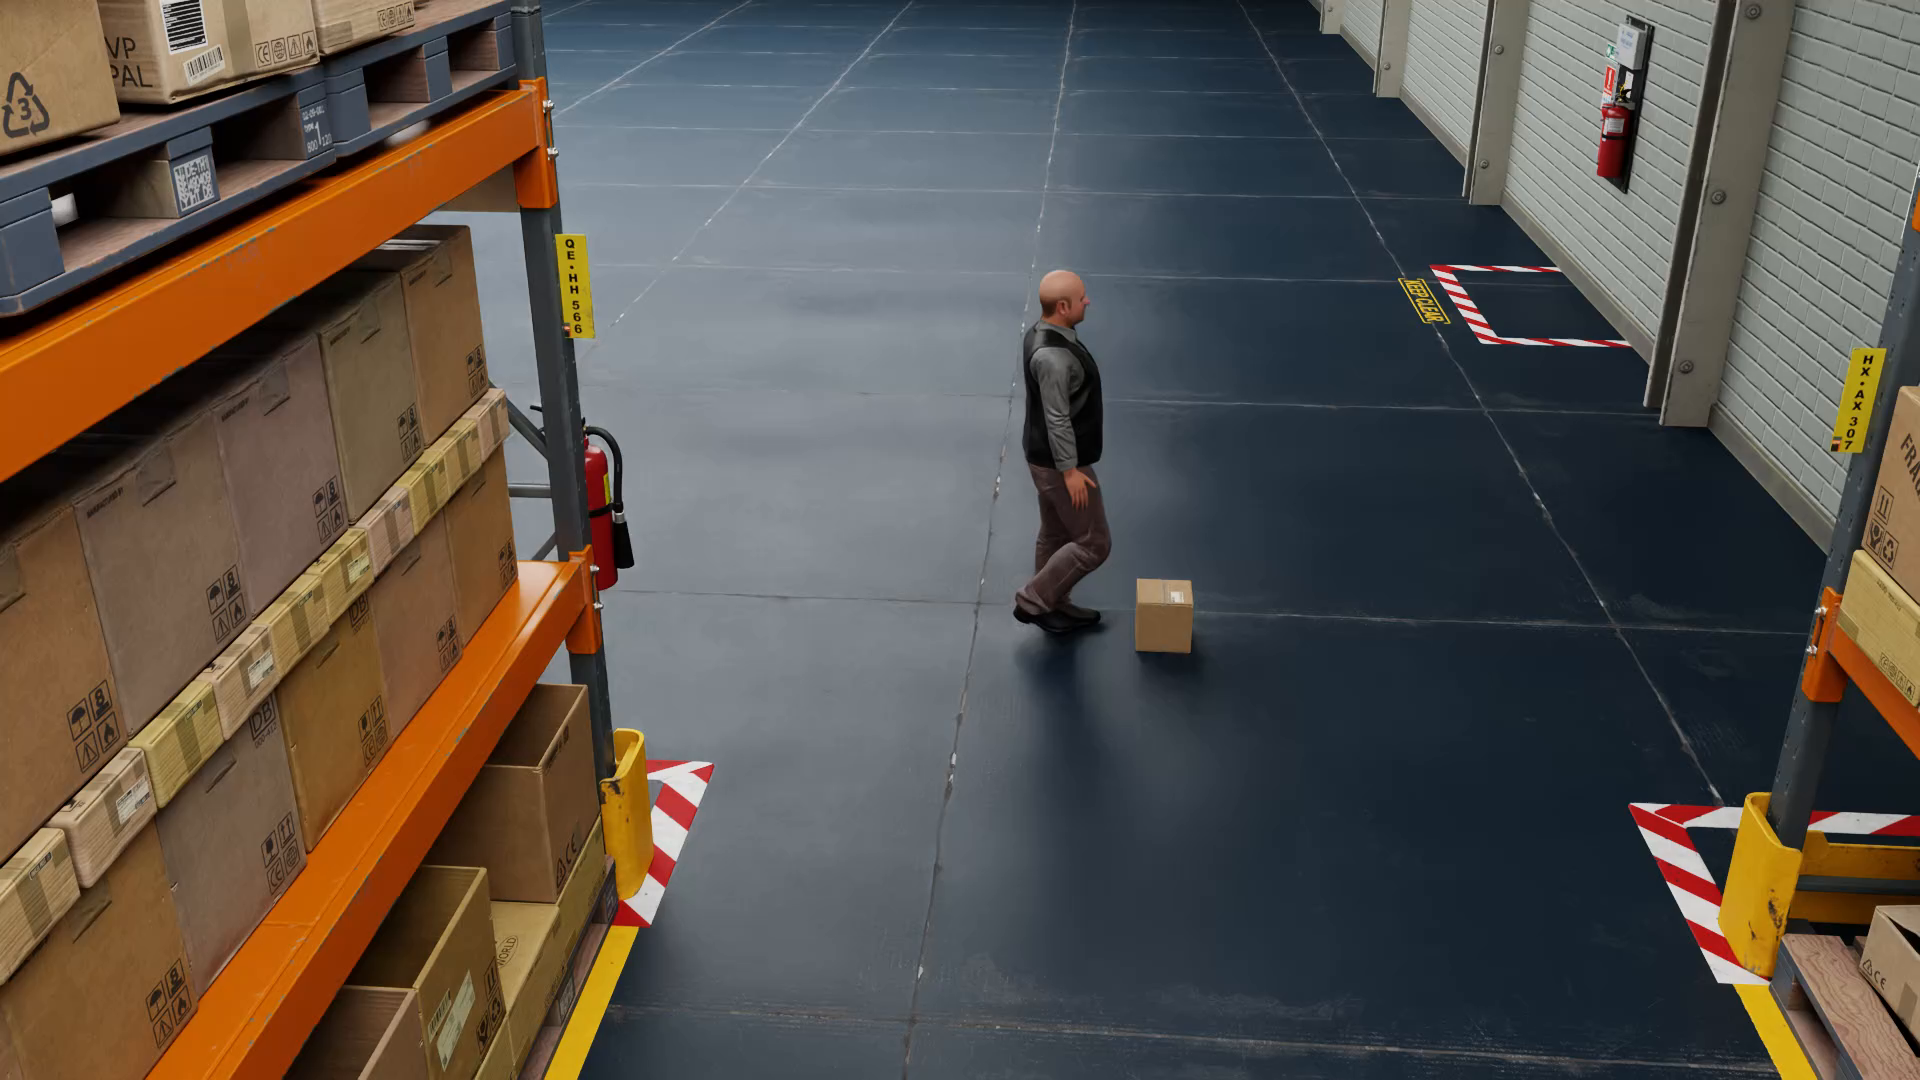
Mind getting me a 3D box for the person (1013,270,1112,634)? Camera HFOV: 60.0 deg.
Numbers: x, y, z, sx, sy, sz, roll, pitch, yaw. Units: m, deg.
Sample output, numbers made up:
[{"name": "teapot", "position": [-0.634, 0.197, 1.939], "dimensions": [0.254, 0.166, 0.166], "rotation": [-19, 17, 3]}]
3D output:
[{"name": "person", "position": [0.457, -0.353, 7.380], "dimensions": [0.432, 1.727, 0.556], "rotation": [0, 24, -1]}]
